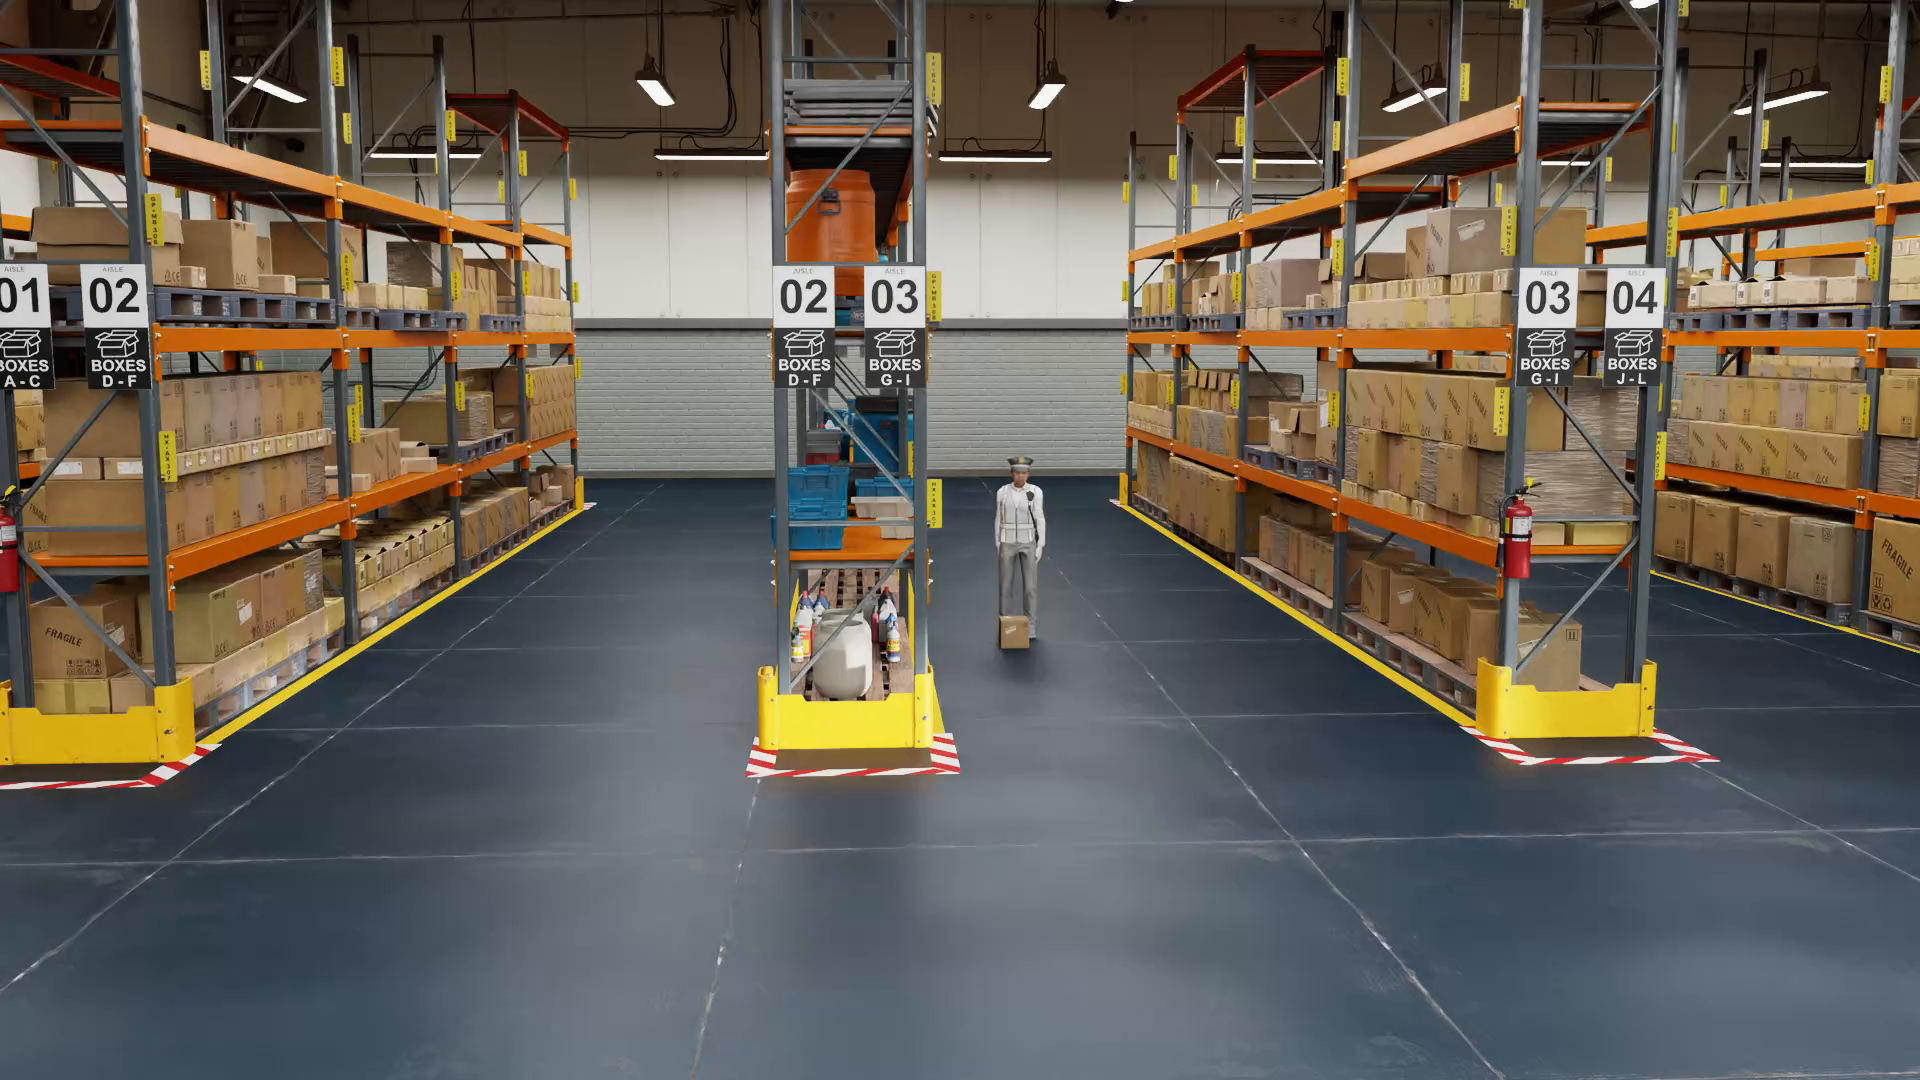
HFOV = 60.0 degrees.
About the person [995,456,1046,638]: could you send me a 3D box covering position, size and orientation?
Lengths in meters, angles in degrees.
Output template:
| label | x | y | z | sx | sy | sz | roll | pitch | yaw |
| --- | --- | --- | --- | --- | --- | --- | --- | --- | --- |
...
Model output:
| label | x | y | z | sx | sy | sz | roll | pitch | yaw |
| --- | --- | --- | --- | --- | --- | --- | --- | --- | --- |
| person | 0.547 | 0.064 | 15.219 | 0.467 | 1.670 | 0.313 | 1 | 7 | 6 |
